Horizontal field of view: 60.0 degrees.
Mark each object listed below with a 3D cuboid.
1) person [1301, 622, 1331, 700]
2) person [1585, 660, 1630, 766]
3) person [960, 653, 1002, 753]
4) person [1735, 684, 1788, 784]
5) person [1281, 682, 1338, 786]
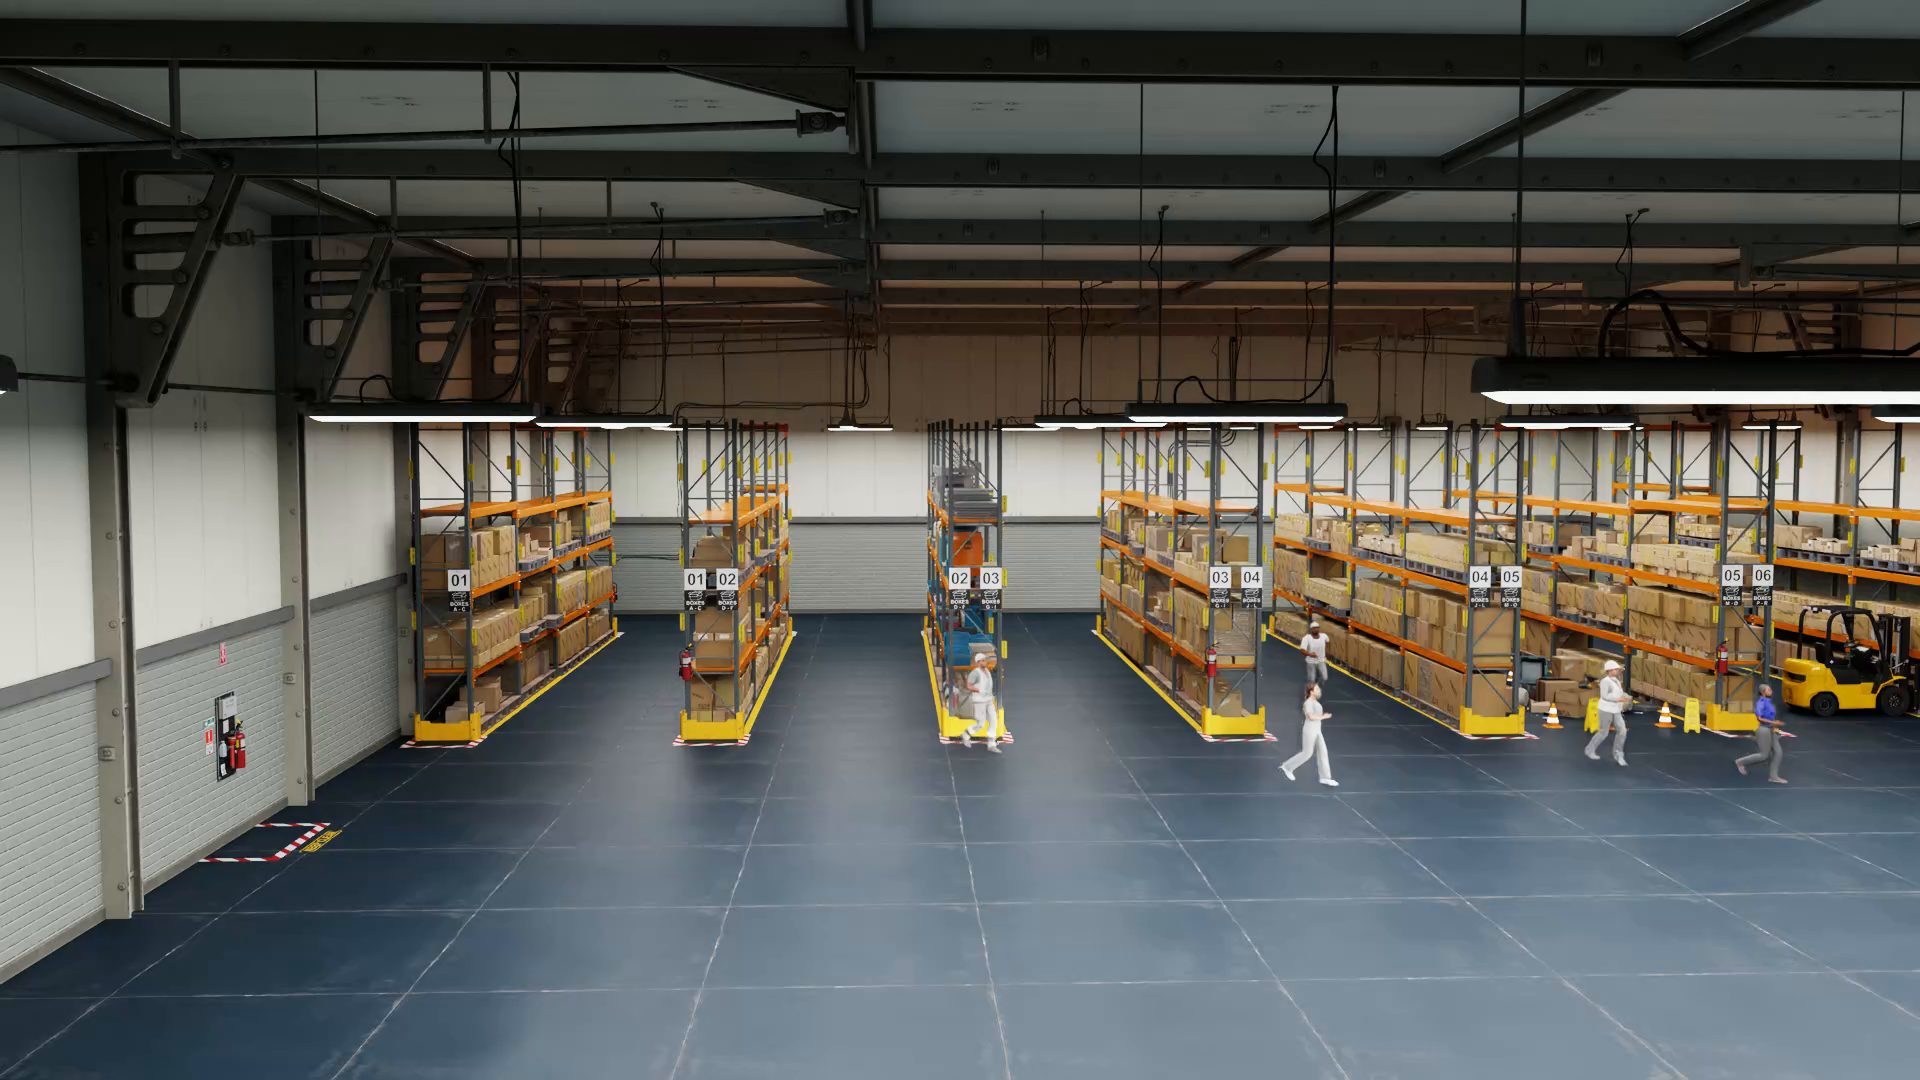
[{"bbox_3d":[7.576,2.582,35.294,0.724,1.714,0.797,0,4,-5],"label":"person"},{"bbox_3d":[11.258,3.004,28.835,0.668,1.853,0.764,-3,5,-43],"label":"person"},{"bbox_3d":[0.377,2.923,29.849,0.828,1.792,0.667,3,5,37],"label":"person"},{"bbox_3d":[13.183,3.167,27.302,0.784,1.606,0.562,3,5,38],"label":"person"},{"bbox_3d":[5.695,3.131,27.036,0.929,1.662,0.584,2,4,26],"label":"person"}]
